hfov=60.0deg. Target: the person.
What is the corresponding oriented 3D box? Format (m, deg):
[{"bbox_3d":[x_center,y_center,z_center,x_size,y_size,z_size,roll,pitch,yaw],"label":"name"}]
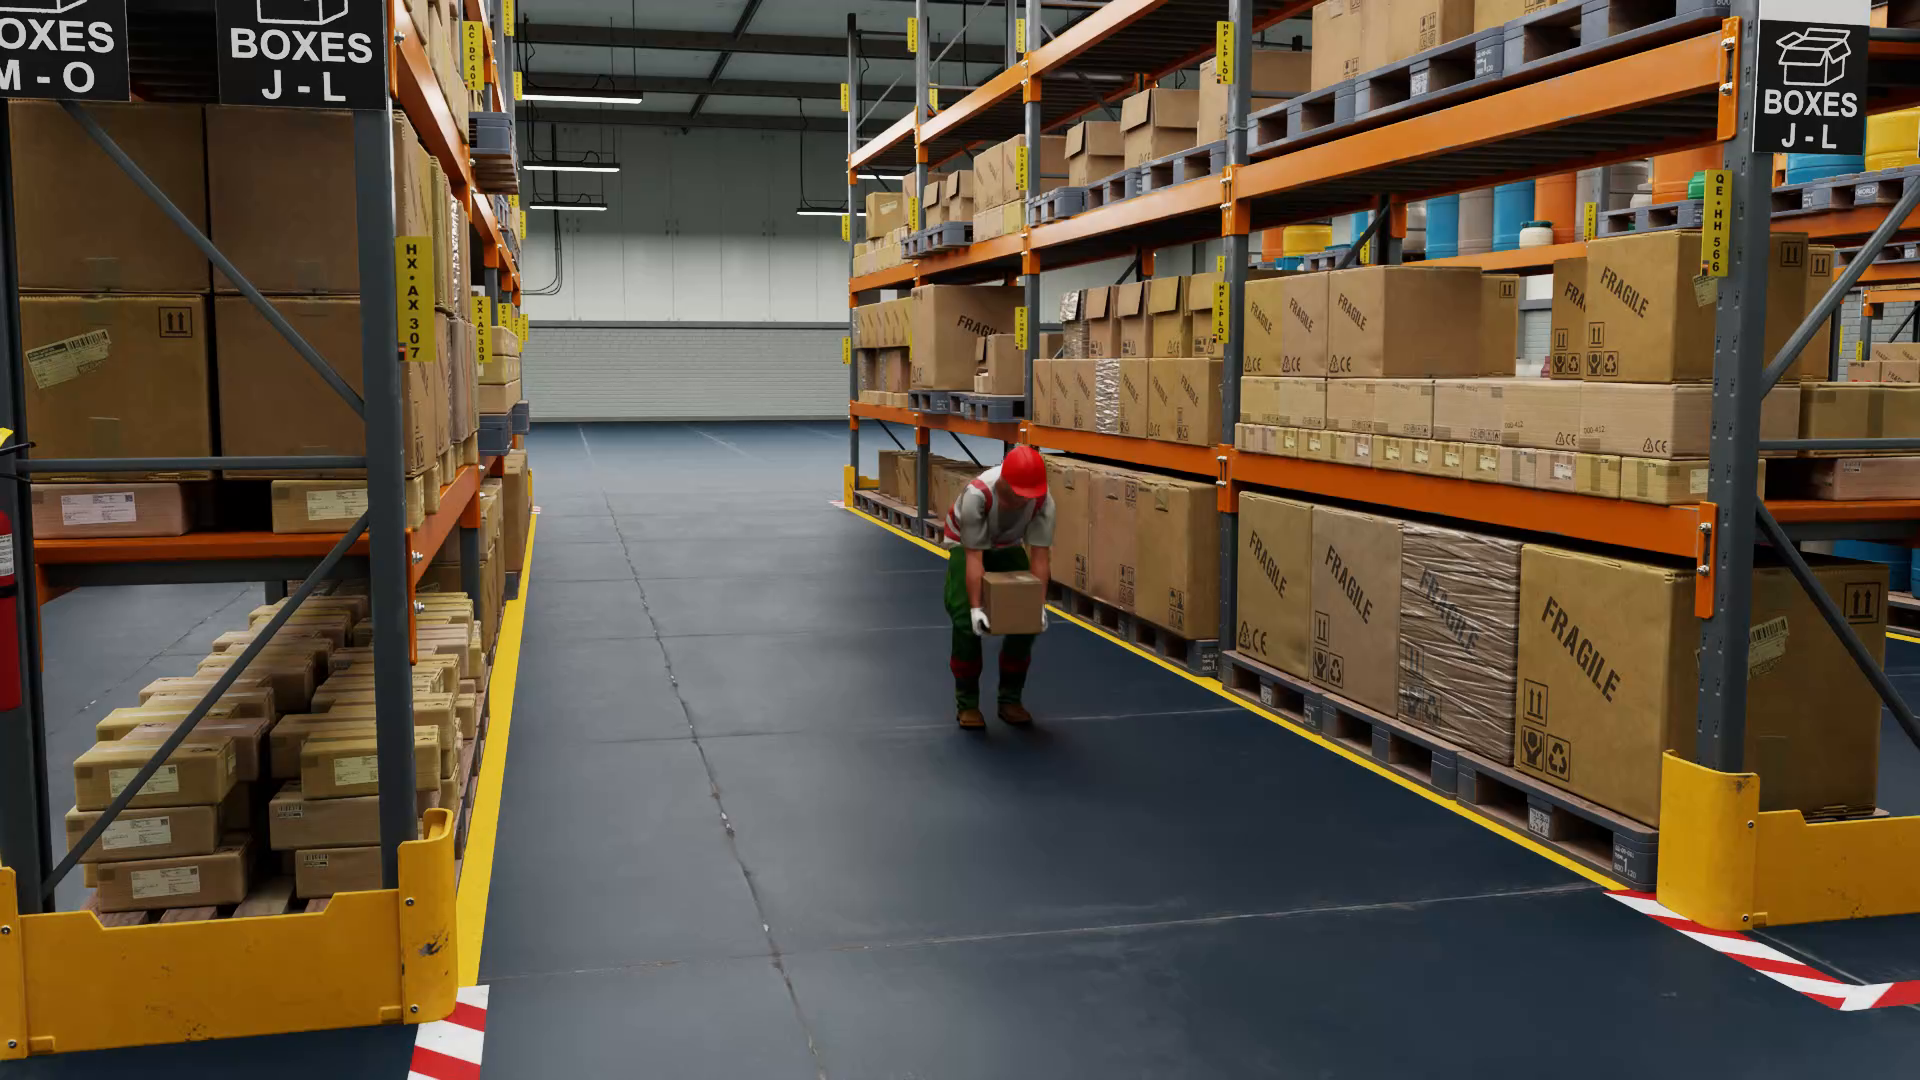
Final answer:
[{"bbox_3d":[0.201,0.227,8.004,0.488,1.392,0.888,-2,6,-15],"label":"person"}]
